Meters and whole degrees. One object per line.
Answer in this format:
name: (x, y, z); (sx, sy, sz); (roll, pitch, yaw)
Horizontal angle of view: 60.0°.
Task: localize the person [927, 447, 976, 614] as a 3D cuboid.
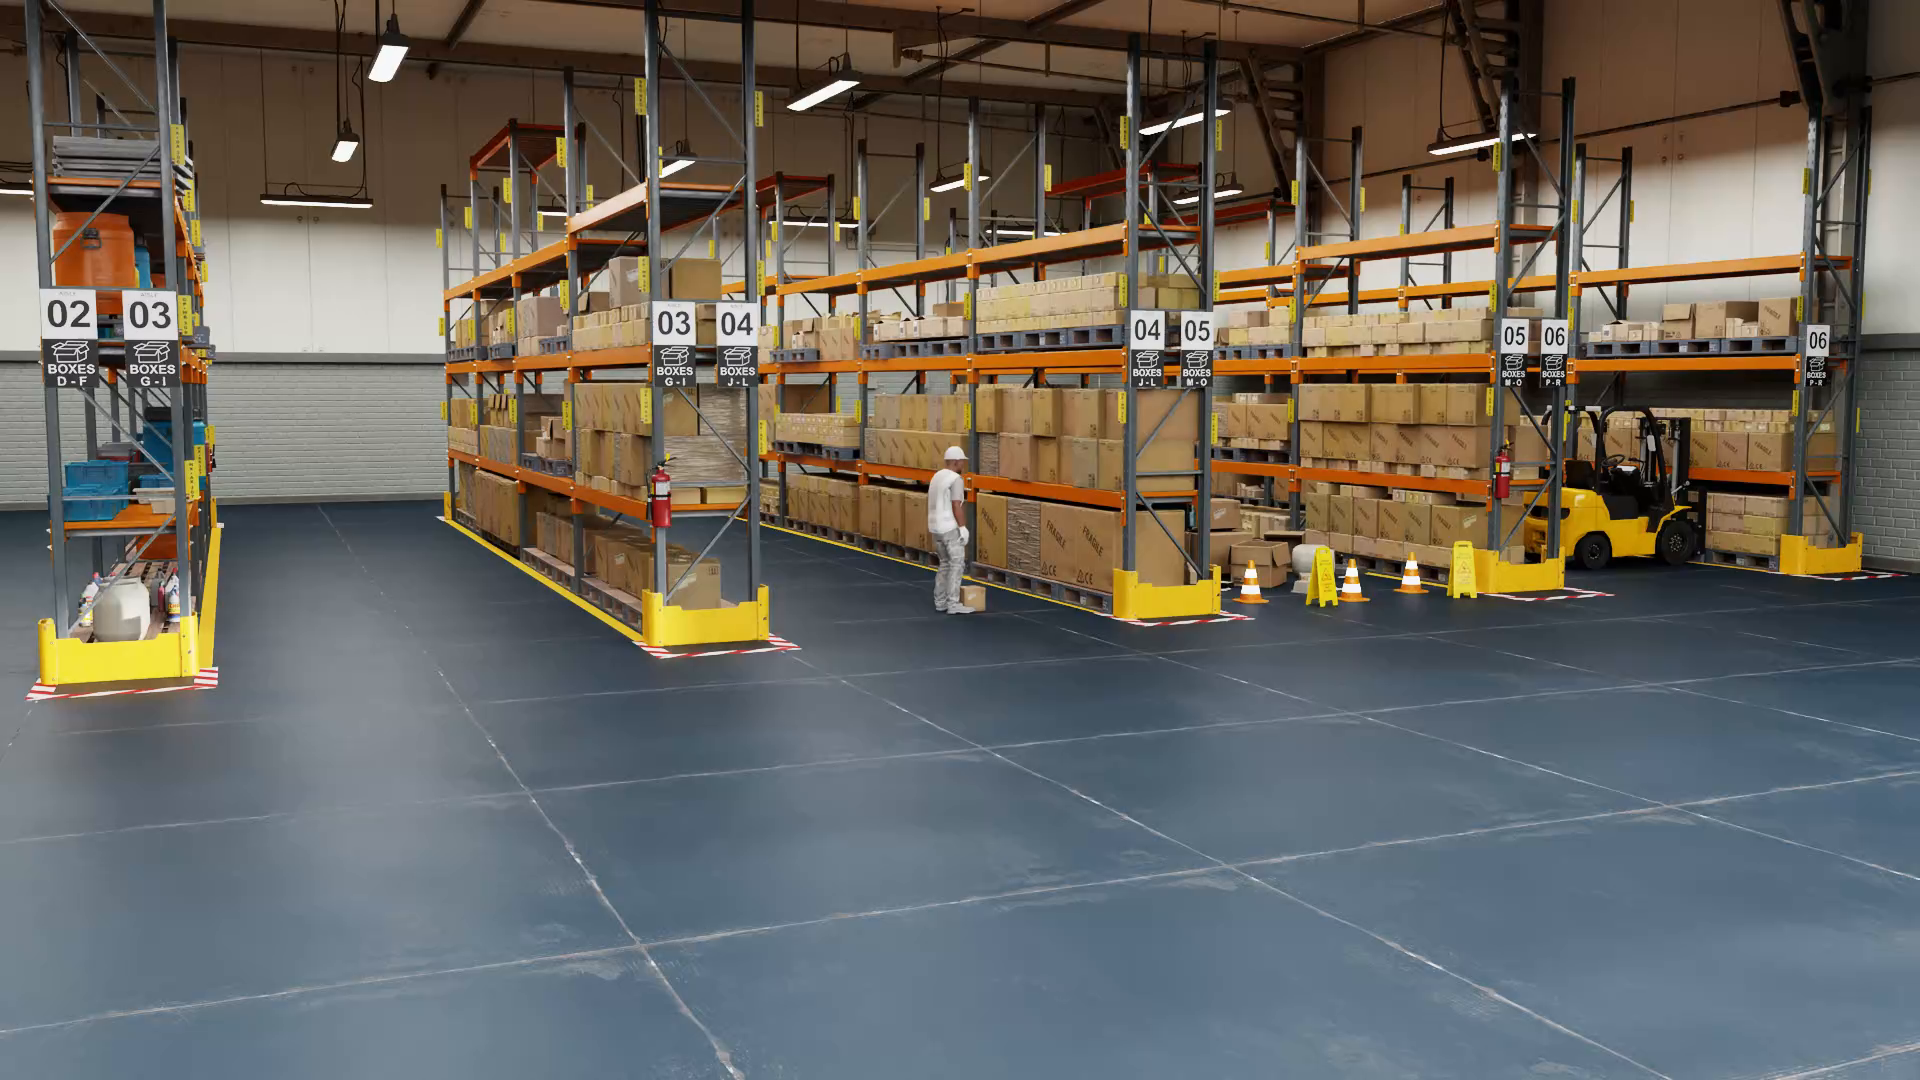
person: (-0.102, -0.112, 17.861); (0.450, 1.771, 0.619); (-3, 6, -27)
